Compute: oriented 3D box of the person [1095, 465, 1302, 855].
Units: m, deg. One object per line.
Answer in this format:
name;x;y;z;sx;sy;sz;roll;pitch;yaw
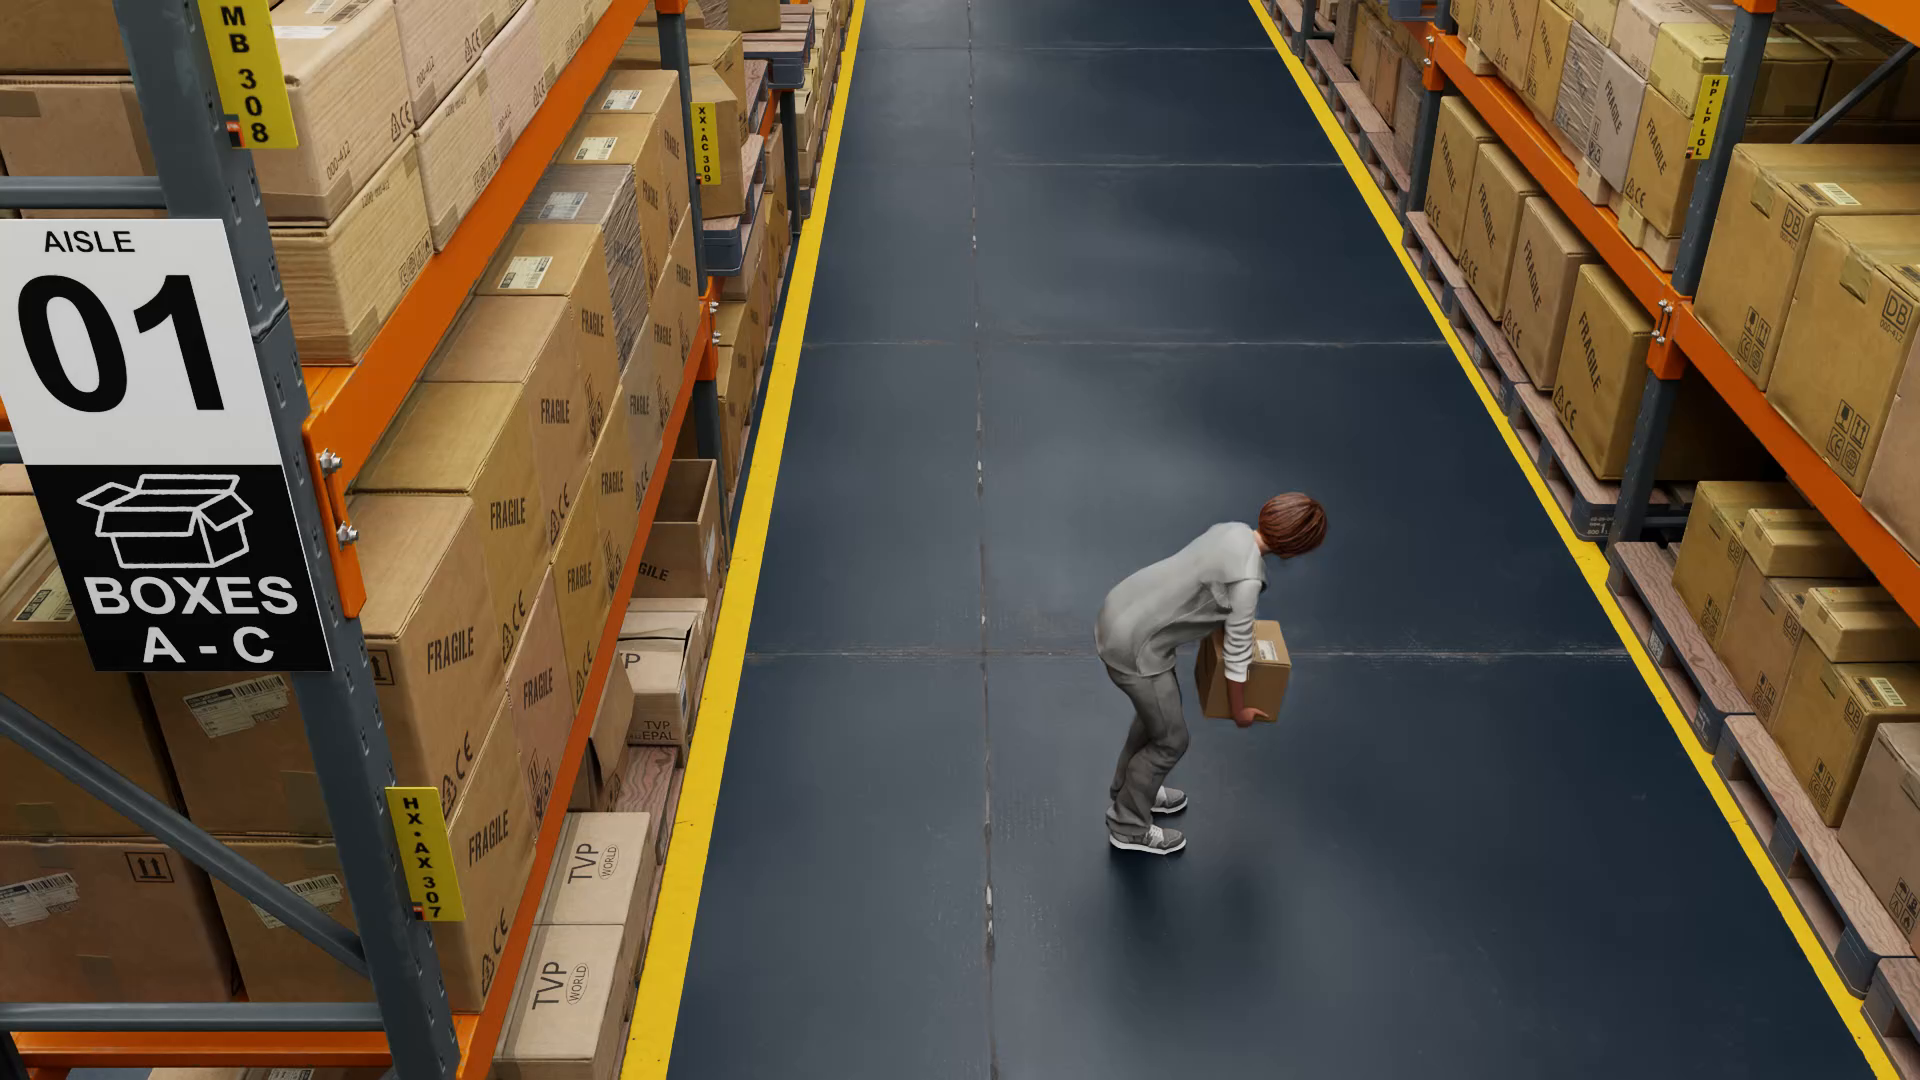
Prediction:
person;0.770;0.405;5.619;0.634;1.474;0.376;-1;32;-1
